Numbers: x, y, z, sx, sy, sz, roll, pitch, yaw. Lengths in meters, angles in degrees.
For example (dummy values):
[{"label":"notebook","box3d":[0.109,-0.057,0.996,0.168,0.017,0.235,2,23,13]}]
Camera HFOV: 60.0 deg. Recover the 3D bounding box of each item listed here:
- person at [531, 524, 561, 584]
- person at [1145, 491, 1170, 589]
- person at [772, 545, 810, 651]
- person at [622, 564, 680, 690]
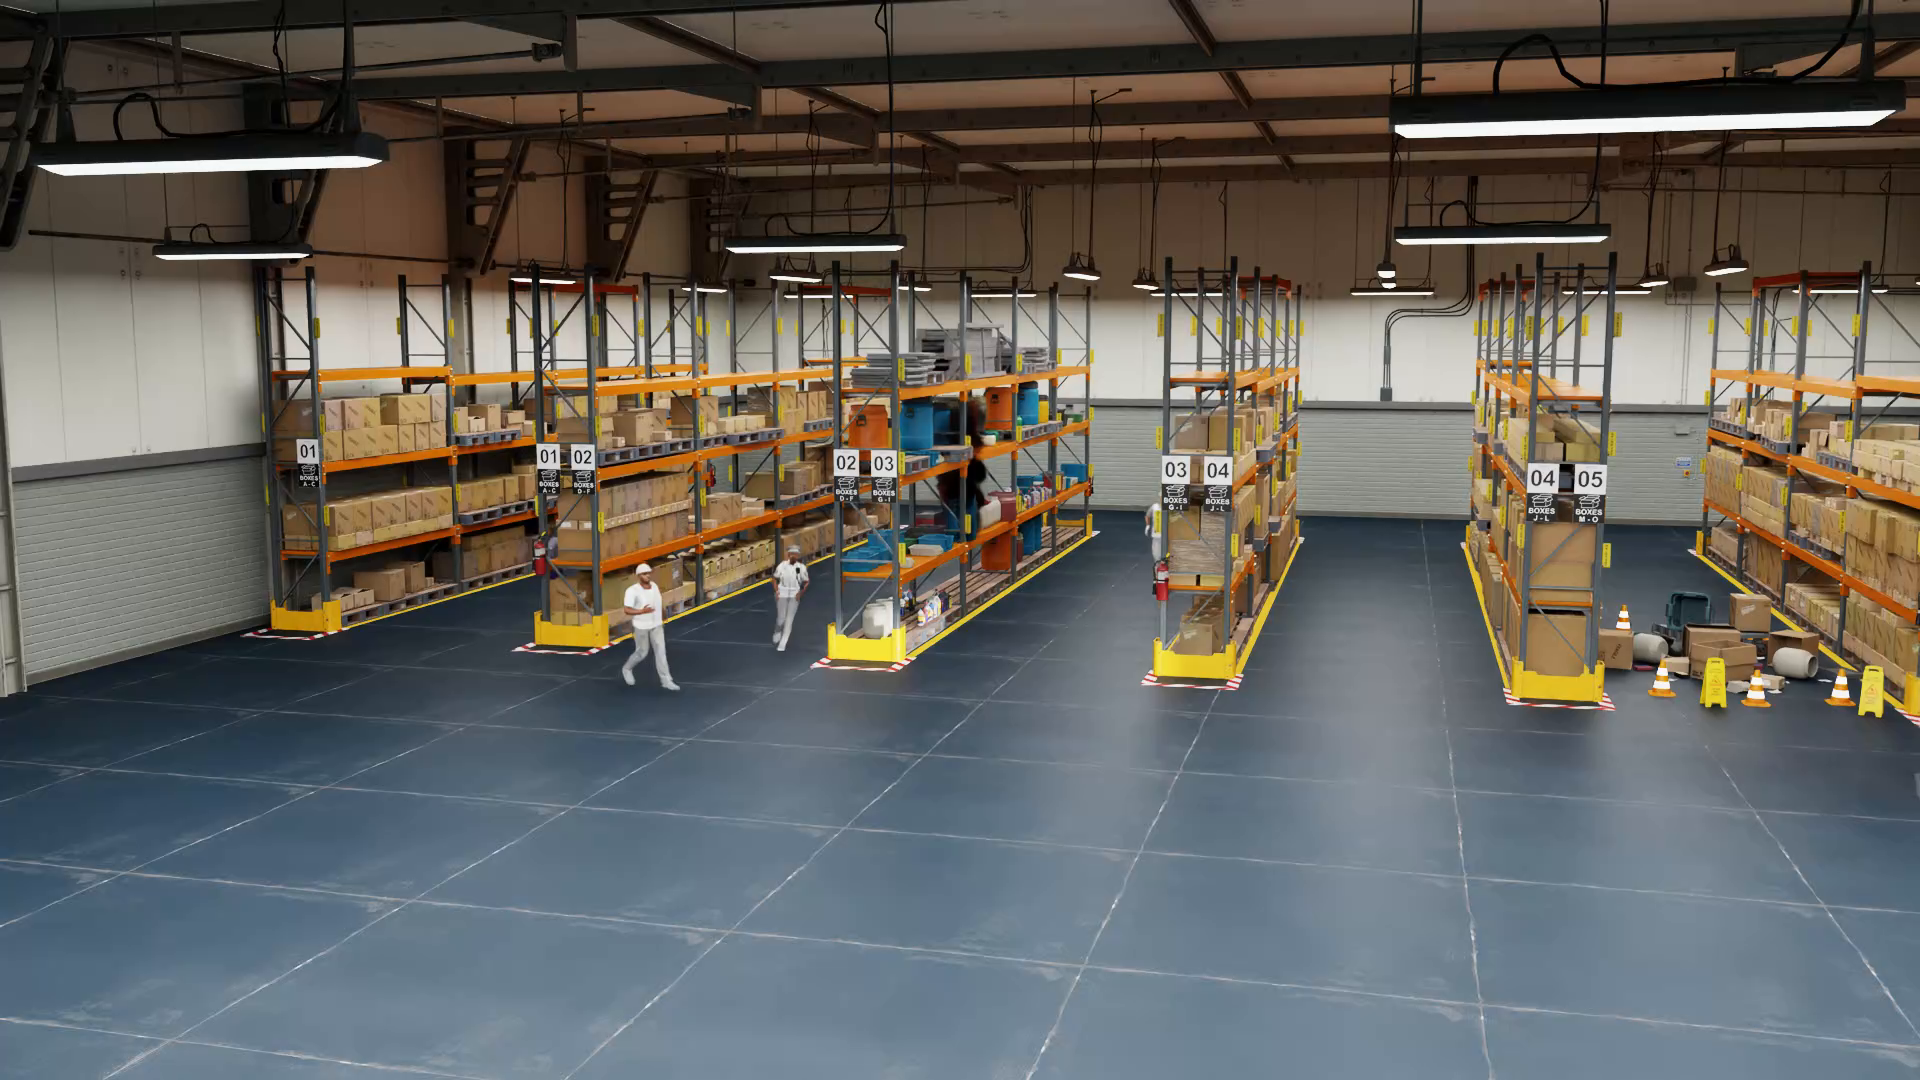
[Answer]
[{"label":"person","box3d":[-7.153,0.549,28.916,0.619,1.692,0.691,2,8,18]},{"label":"person","box3d":[3.721,-0.014,30.442,0.685,1.817,0.952,1,7,8]},{"label":"person","box3d":[-2.636,0.885,25.936,0.586,1.643,0.542,-1,7,-7]},{"label":"person","box3d":[-4.291,1.187,22.997,0.712,1.720,1.084,-7,10,-43]}]
